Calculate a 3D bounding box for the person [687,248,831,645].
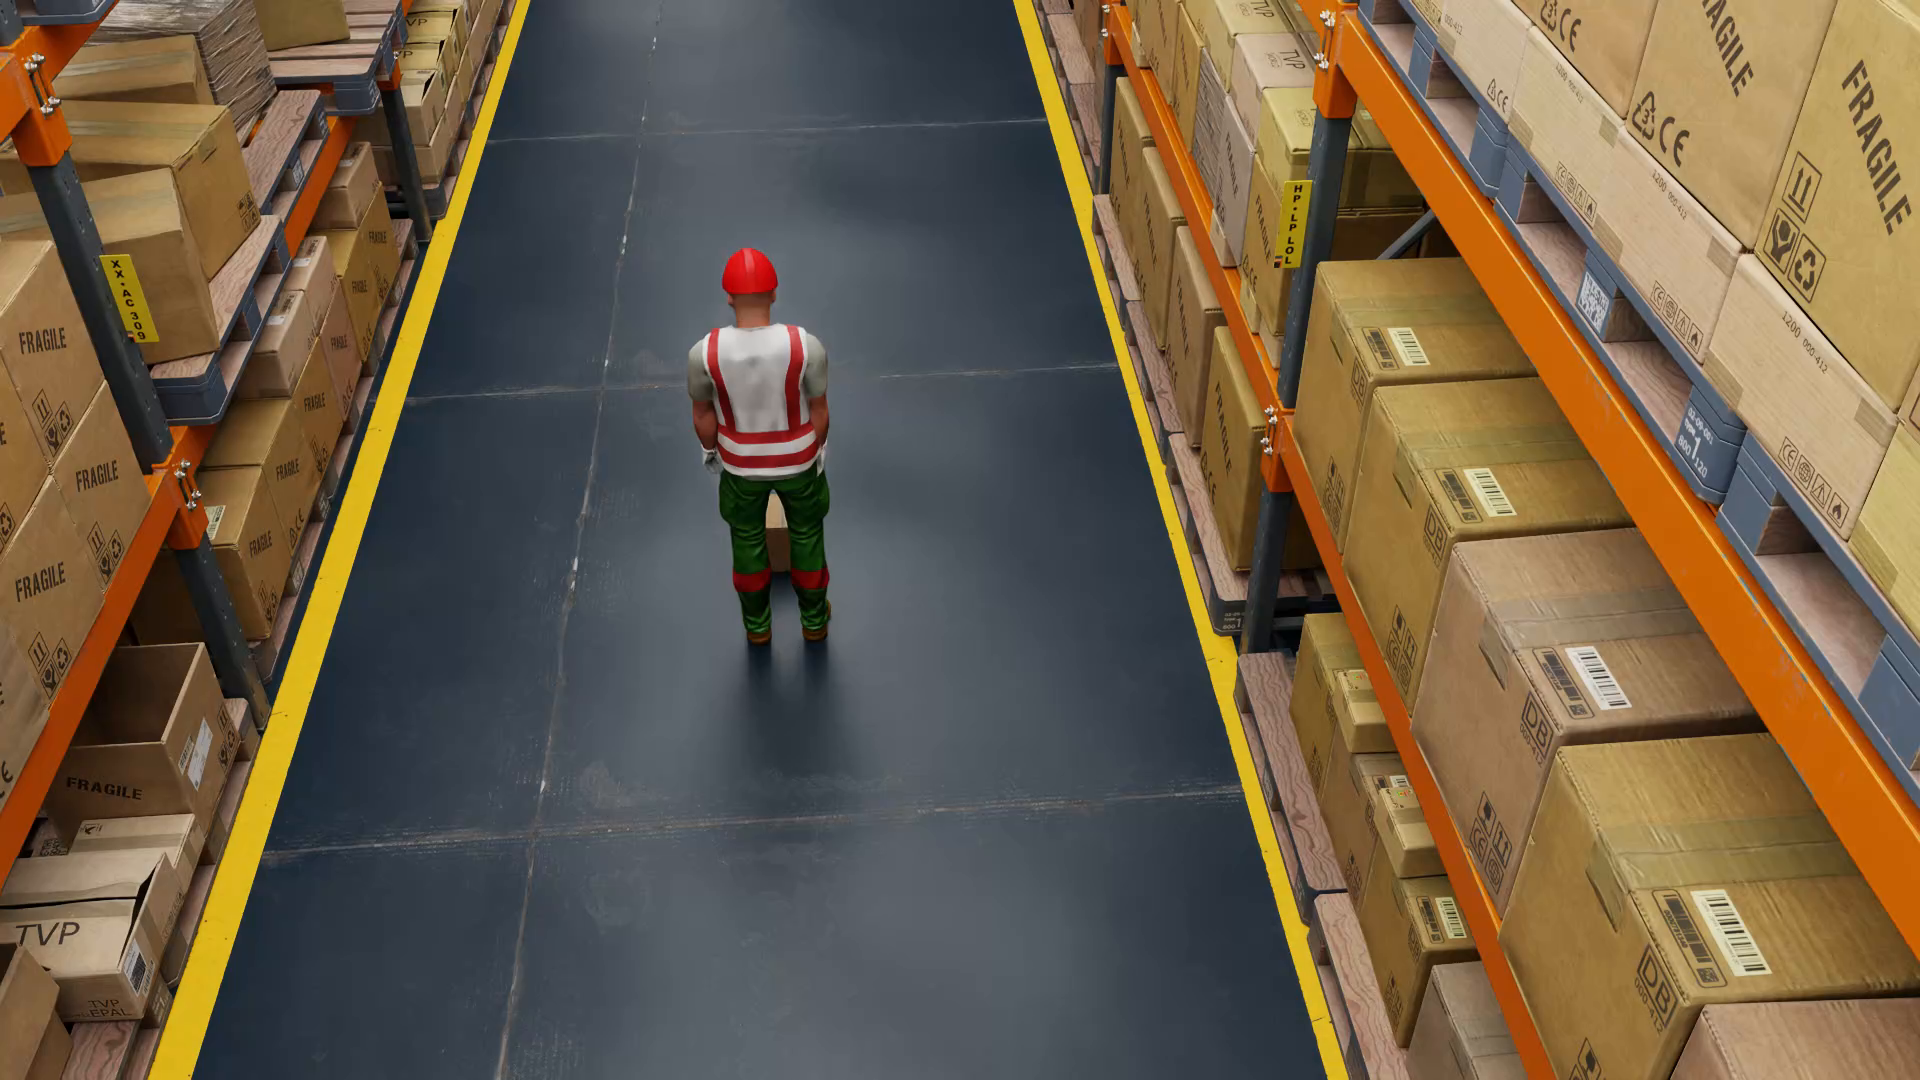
[{"bbox_3d":[-0.766,-0.334,6.564,0.530,1.776,0.371,-2,39,-3],"label":"person"}]
